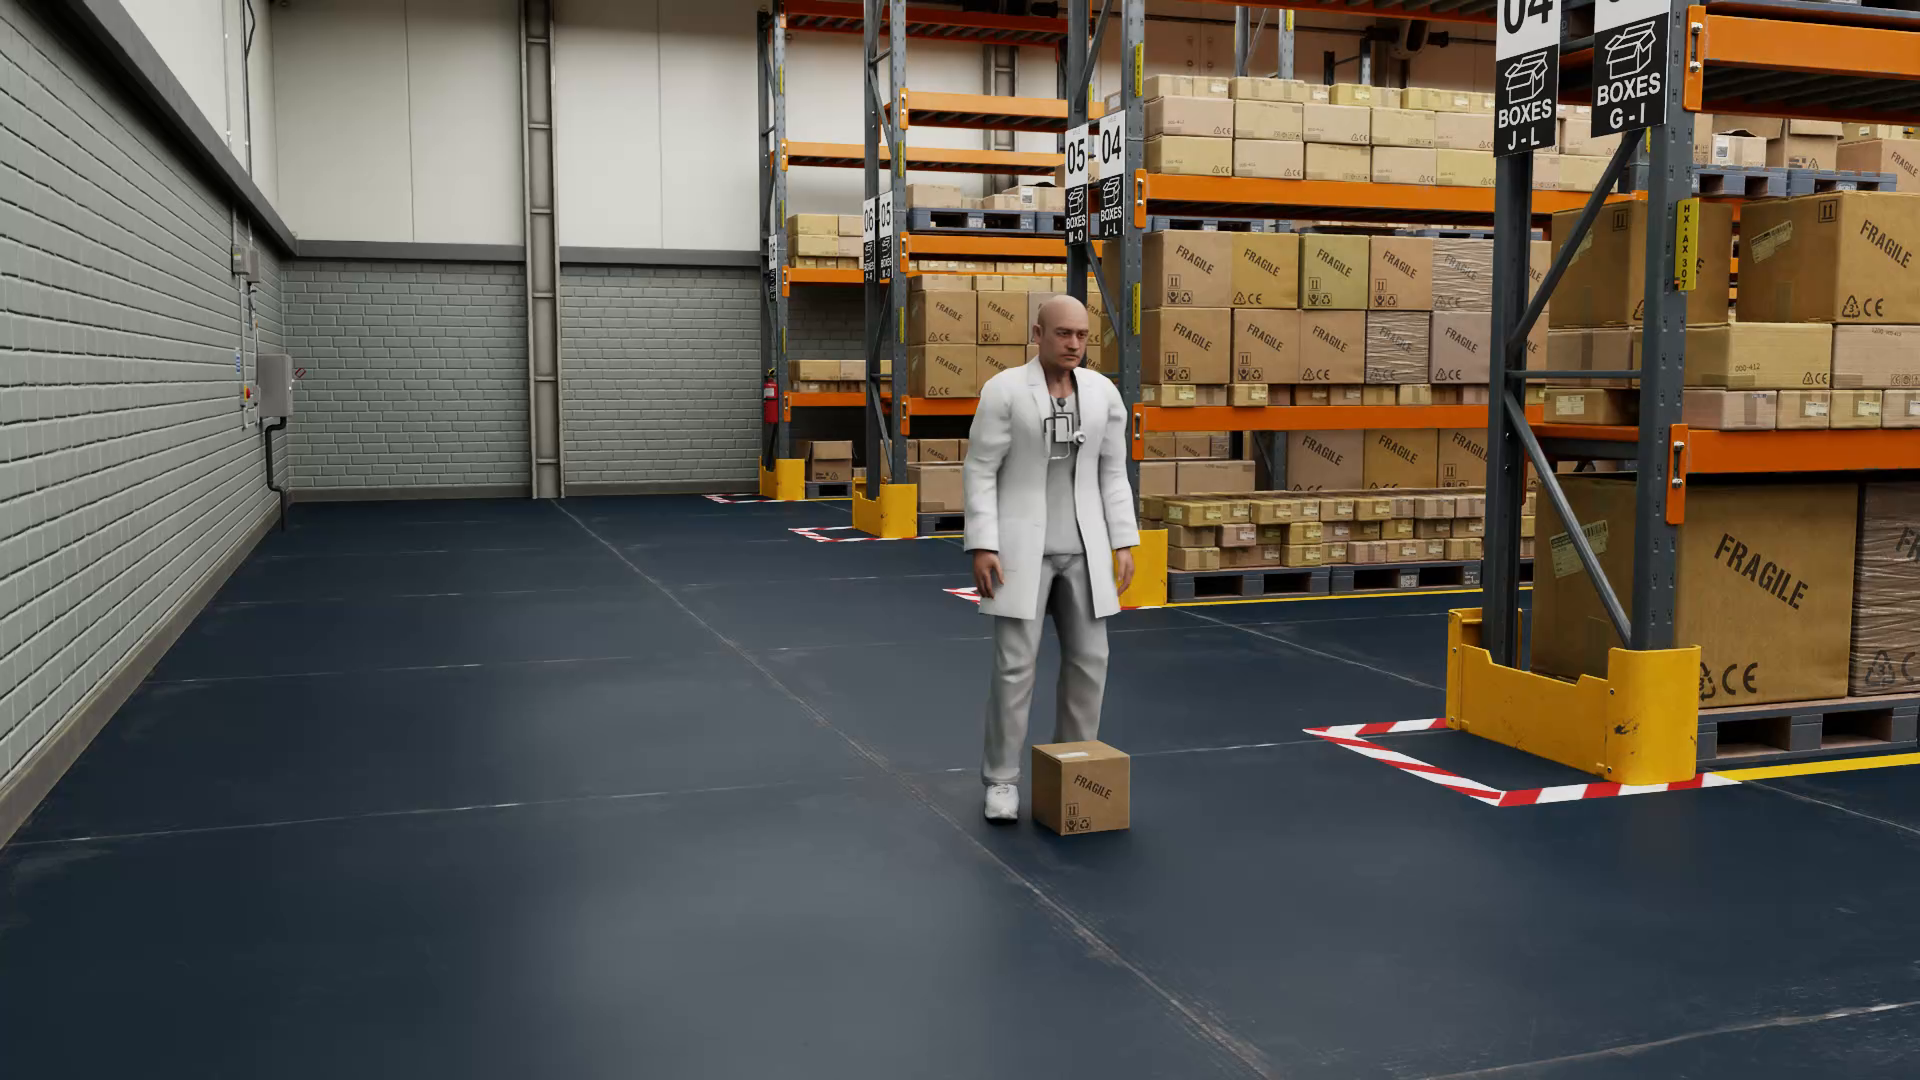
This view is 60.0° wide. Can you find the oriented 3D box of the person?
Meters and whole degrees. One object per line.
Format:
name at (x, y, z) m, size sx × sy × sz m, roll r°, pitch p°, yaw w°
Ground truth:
person at (0.317, 0.050, 5.754) m, size 0.643 × 1.774 × 0.423 m, roll -2°, pitch 6°, yaw -18°
